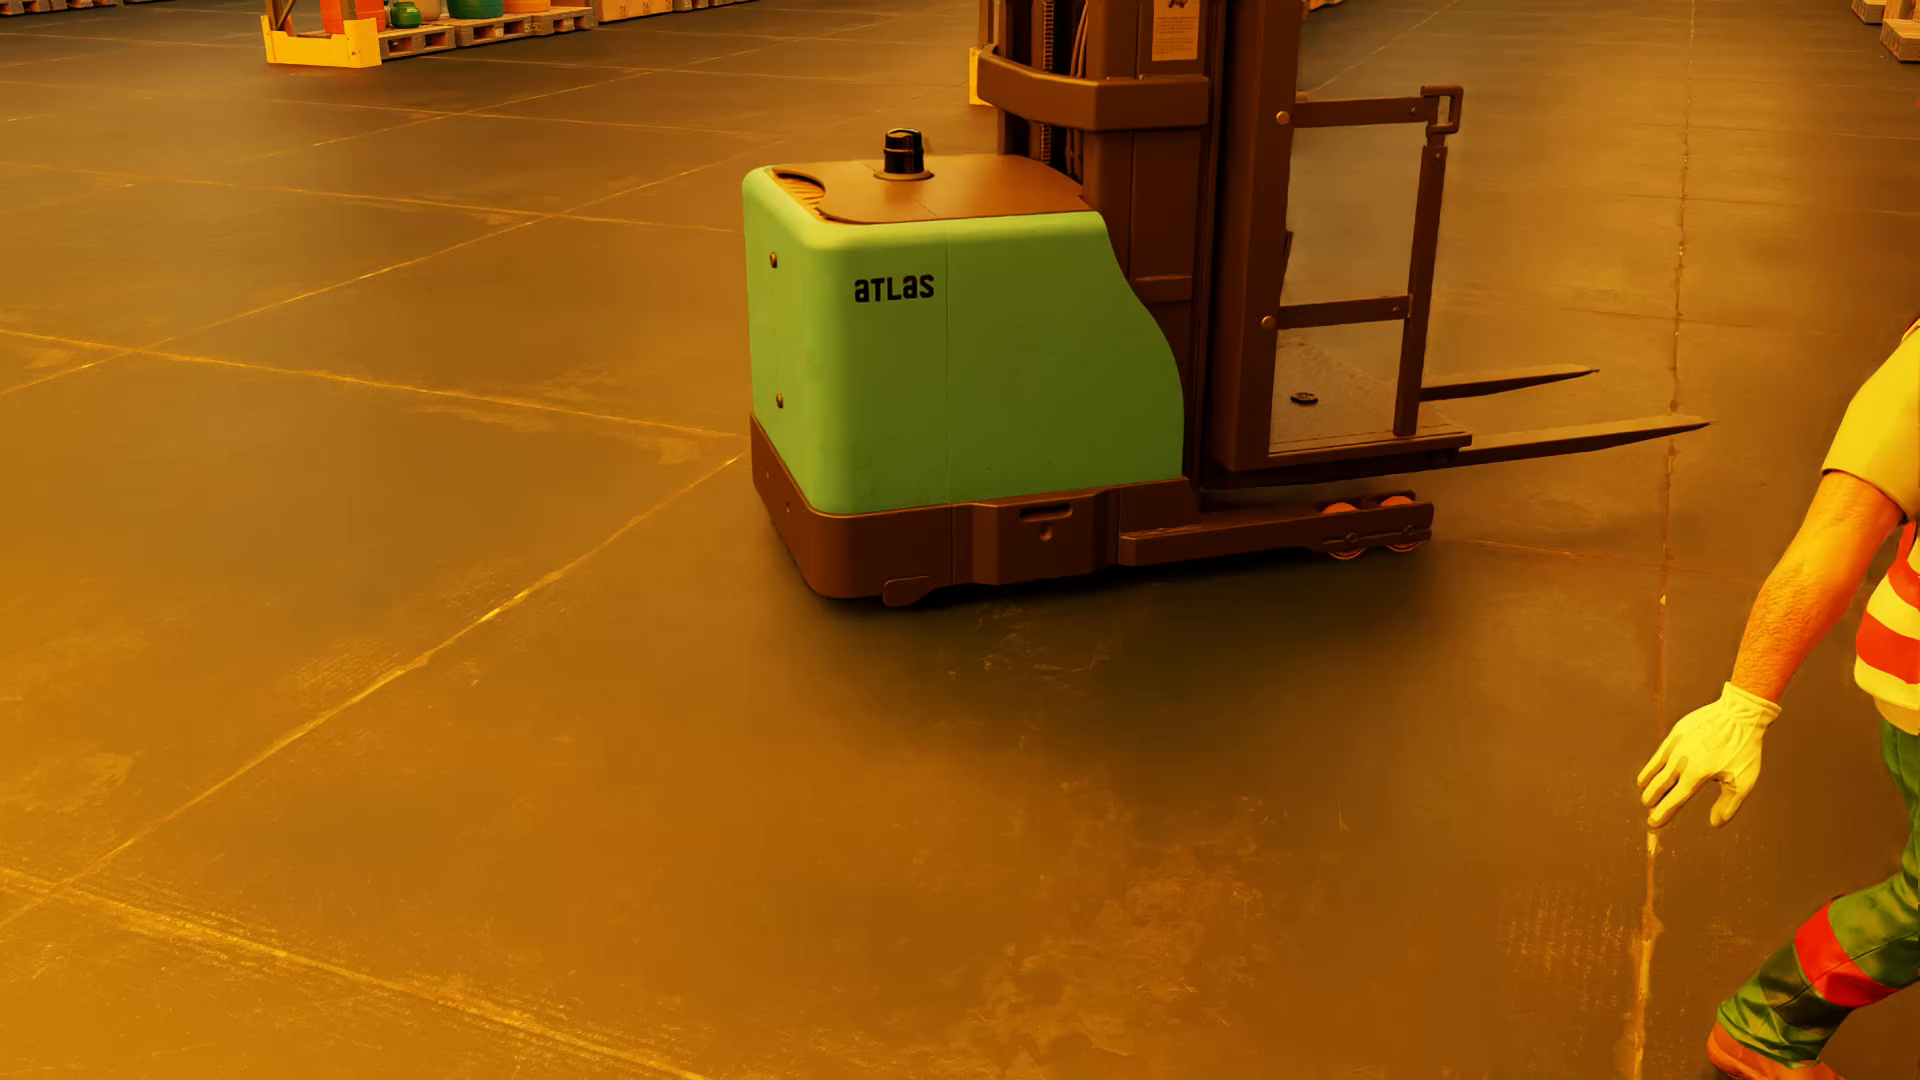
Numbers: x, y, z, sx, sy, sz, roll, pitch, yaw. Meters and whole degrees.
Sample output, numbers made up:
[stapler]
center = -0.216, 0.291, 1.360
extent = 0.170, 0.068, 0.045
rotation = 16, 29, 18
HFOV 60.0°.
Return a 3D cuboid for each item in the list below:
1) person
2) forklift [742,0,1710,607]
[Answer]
[person]
center = 1.440, 0.248, 2.235
extent = 0.996, 1.762, 0.762
rotation = -15, 27, -32
[forklift]
center = 0.910, -1.481, 4.836
extent = 3.031, 2.935, 1.130
rotation = -7, 24, -16
